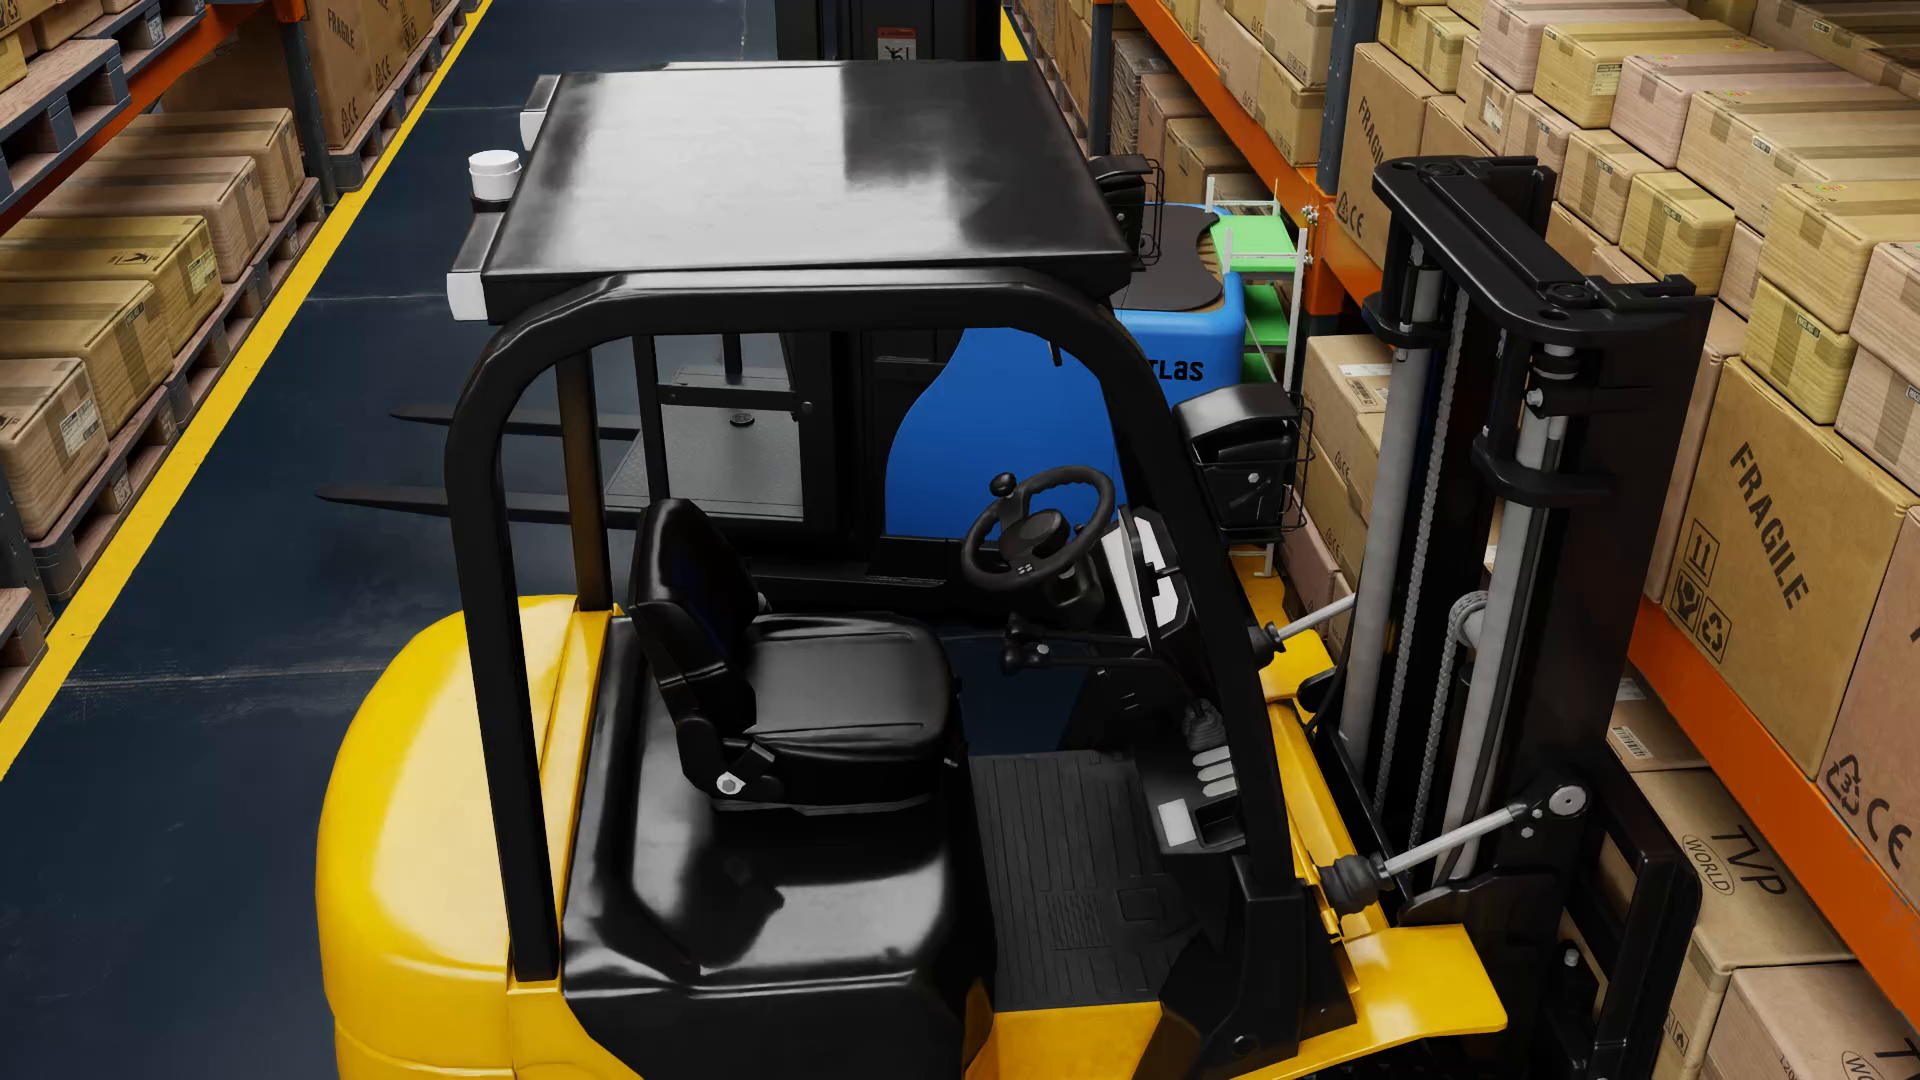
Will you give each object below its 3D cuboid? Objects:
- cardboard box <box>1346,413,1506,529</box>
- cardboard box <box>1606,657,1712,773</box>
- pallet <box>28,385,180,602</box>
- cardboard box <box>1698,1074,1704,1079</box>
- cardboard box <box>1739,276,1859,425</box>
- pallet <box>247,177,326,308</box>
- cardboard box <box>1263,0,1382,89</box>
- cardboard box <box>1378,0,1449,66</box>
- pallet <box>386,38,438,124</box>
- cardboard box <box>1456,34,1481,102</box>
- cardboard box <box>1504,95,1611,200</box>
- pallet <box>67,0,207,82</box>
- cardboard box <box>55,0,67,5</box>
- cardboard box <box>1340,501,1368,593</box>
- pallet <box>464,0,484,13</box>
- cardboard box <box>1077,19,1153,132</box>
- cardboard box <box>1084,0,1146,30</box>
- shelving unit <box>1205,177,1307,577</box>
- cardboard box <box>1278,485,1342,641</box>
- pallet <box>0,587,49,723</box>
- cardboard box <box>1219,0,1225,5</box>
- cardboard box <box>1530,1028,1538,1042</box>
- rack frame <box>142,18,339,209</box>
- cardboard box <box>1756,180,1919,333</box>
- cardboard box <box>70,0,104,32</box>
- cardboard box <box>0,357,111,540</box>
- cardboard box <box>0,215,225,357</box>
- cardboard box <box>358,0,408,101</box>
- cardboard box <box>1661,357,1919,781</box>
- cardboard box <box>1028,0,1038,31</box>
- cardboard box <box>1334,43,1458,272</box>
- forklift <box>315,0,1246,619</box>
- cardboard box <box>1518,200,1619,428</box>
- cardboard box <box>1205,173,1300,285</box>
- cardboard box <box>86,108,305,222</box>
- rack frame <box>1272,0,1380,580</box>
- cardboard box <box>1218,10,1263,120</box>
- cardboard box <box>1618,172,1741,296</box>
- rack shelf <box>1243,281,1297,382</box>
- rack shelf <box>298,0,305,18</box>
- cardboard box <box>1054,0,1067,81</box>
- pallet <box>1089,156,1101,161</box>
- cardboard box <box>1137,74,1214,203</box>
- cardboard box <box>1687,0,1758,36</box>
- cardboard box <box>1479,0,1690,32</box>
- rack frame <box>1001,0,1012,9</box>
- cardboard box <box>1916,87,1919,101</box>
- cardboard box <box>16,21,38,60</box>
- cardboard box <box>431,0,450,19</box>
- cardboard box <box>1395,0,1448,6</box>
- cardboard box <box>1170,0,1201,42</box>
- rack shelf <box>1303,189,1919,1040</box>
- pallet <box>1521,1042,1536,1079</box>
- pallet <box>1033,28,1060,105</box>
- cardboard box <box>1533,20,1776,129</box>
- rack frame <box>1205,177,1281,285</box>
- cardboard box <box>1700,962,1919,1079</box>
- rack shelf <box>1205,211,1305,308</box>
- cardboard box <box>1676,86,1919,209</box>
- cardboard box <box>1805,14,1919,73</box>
[{"bbox_3d":[1.332,-0.117,4.318,0.500,0.250,0.500,-3,31,-5],"label":"cardboard box"},{"bbox_3d":[1.431,0.405,3.444,0.500,0.250,0.500,-3,31,-6],"label":"cardboard box"},{"bbox_3d":[-3.455,-0.172,5.832,1.003,0.211,1.213,-3,31,-5],"label":"pallet"},{"bbox_3d":[1.542,1.126,2.724,0.500,0.250,0.500,-3,31,-5],"label":"cardboard box"},{"bbox_3d":[1.479,-0.308,2.610,0.380,0.149,0.250,-3,31,-4],"label":"cardboard box"},{"bbox_3d":[-3.683,-1.418,7.918,1.003,0.211,1.213,-3,31,-5],"label":"pallet"},{"bbox_3d":[1.261,-1.600,5.163,0.500,0.250,0.500,-3,31,-6],"label":"cardboard box"},{"bbox_3d":[1.329,-1.358,4.368,0.380,0.149,0.250,-3,31,-5],"label":"cardboard box"},{"bbox_3d":[-3.864,-2.844,10.306,1.003,0.211,1.213,-3,31,-5],"label":"pallet"},{"bbox_3d":[1.407,-1.094,3.926,0.380,0.149,0.250,-3,31,-5],"label":"cardboard box"},{"bbox_3d":[1.379,-0.830,3.485,0.380,0.149,0.250,-3,31,-5],"label":"cardboard box"},{"bbox_3d":[-3.528,-1.923,6.231,1.003,0.211,1.213,-3,31,-5],"label":"pallet"},{"bbox_3d":[-3.219,-2.085,5.518,0.500,0.500,0.500,-3,31,-5],"label":"cardboard box"},{"bbox_3d":[1.348,0.093,4.454,0.500,0.250,0.500,-3,31,-5],"label":"cardboard box"},{"bbox_3d":[-4.121,-4.251,12.661,1.003,0.211,1.213,-3,31,-5],"label":"pallet"},{"bbox_3d":[0.934,-2.566,9.150,0.500,0.500,0.500,-2,31,-3],"label":"cardboard box"},{"bbox_3d":[0.889,-2.879,9.041,0.380,0.149,0.250,-4,31,-7],"label":"cardboard box"},{"bbox_3d":[0.916,-0.525,5.449,0.258,1.200,0.503,0,30,1],"label":"shelving unit"},{"bbox_3d":[1.277,0.052,5.010,0.500,0.250,0.500,-2,31,-4],"label":"cardboard box"},{"bbox_3d":[-3.282,0.567,4.596,1.003,0.211,1.213,-3,31,-5],"label":"pallet"},{"bbox_3d":[1.164,-2.124,6.039,0.500,0.250,0.500,-2,31,-4],"label":"cardboard box"},{"bbox_3d":[1.431,0.832,3.704,0.500,0.250,0.500,-2,31,-3],"label":"cardboard box"},{"bbox_3d":[-3.754,-3.014,7.871,1.000,3.000,0.127,-3,31,-5],"label":"rack frame"},{"bbox_3d":[1.473,-0.438,2.538,0.380,0.149,0.250,-2,31,-4],"label":"cardboard box"},{"bbox_3d":[-3.238,-1.870,5.791,0.380,0.149,0.250,-3,31,-4],"label":"cardboard box"},{"bbox_3d":[-3.432,-0.292,5.466,0.950,0.372,0.625,-2,31,-4],"label":"cardboard box"},{"bbox_3d":[-3.569,-1.013,6.674,0.950,0.372,0.625,-2,31,-3],"label":"cardboard box"},{"bbox_3d":[-3.815,-3.094,9.668,0.875,0.875,0.875,-2,31,-4],"label":"cardboard box"},{"bbox_3d":[1.540,0.022,2.690,0.500,0.500,0.500,-3,31,-6],"label":"cardboard box"},{"bbox_3d":[0.737,-3.619,10.912,0.500,0.500,0.500,-4,31,-6],"label":"cardboard box"},{"bbox_3d":[1.343,-1.015,4.427,0.500,0.500,0.500,-4,31,-6],"label":"cardboard box"},{"bbox_3d":[-0.621,-1.296,5.061,3.031,2.935,1.130,3,31,6],"label":"forklift"},{"bbox_3d":[1.456,-0.492,3.551,0.500,0.500,0.500,-3,31,-5],"label":"cardboard box"},{"bbox_3d":[1.436,-1.035,6.463,0.875,0.625,0.625,-3,31,-5],"label":"cardboard box"},{"bbox_3d":[-3.711,-1.777,7.953,0.950,0.372,0.625,-5,31,-8],"label":"cardboard box"},{"bbox_3d":[1.561,-1.211,4.853,1.000,3.000,0.127,-3,31,-5],"label":"rack frame"},{"bbox_3d":[1.201,-1.648,5.731,0.500,0.250,0.500,-3,31,-5],"label":"cardboard box"},{"bbox_3d":[1.454,-0.567,3.044,0.380,0.149,0.250,-3,31,-6],"label":"cardboard box"},{"bbox_3d":[0.916,-0.678,5.361,0.258,0.148,0.480,0,30,1],"label":"rack shelf"},{"bbox_3d":[-3.941,-3.726,9.765,1.077,0.370,4.000,-3,31,-5],"label":"rack shelf"},{"bbox_3d":[0.846,-3.090,10.025,0.500,0.500,0.500,-1,31,-2],"label":"cardboard box"},{"bbox_3d":[1.226,-1.634,8.280,1.003,0.211,1.213,-3,31,-5],"label":"pallet"},{"bbox_3d":[1.301,-1.762,7.681,0.875,0.625,0.625,-2,31,-3],"label":"cardboard box"},{"bbox_3d":[1.912,-1.247,3.893,0.380,0.149,0.250,-3,31,-5],"label":"cardboard box"},{"bbox_3d":[1.443,-1.225,3.855,0.380,0.149,0.250,-3,31,-6],"label":"cardboard box"},{"bbox_3d":[0.814,-5.296,11.691,1.000,3.000,0.127,-3,31,-5],"label":"rack frame"},{"bbox_3d":[1.972,-0.726,3.020,0.380,0.149,0.250,-2,31,-3],"label":"cardboard box"},{"bbox_3d":[-3.235,-1.610,5.357,0.380,0.149,0.250,-1,31,-1],"label":"cardboard box"},{"bbox_3d":[-3.990,-4.012,11.203,0.875,0.875,0.875,-2,31,-3],"label":"cardboard box"},{"bbox_3d":[1.296,-1.484,4.289,0.380,0.149,0.250,-2,31,-4],"label":"cardboard box"},{"bbox_3d":[1.129,-2.166,6.598,0.500,0.250,0.500,-2,31,-3],"label":"cardboard box"},{"bbox_3d":[1.748,0.118,3.328,1.077,0.370,4.000,-3,31,-5],"label":"rack shelf"},{"bbox_3d":[1.711,1.018,3.840,1.003,0.211,1.213,-3,31,-5],"label":"pallet"},{"bbox_3d":[1.044,-3.061,10.669,1.003,0.211,1.213,-3,31,-5],"label":"pallet"},{"bbox_3d":[1.416,-0.957,3.407,0.380,0.149,0.250,-3,31,-5],"label":"cardboard box"},{"bbox_3d":[0.921,-0.647,5.660,0.240,1.200,0.015,0,30,1],"label":"rack frame"},{"bbox_3d":[1.528,0.921,2.580,0.500,0.250,0.500,-2,31,-4],"label":"cardboard box"},{"bbox_3d":[0.916,-0.886,5.241,0.258,0.148,0.480,0,30,1],"label":"rack shelf"},{"bbox_3d":[1.536,-0.703,2.982,0.380,0.149,0.250,-3,31,-4],"label":"cardboard box"},{"bbox_3d":[2.002,-0.989,3.461,0.380,0.149,0.250,-3,31,-5],"label":"cardboard box"}]
